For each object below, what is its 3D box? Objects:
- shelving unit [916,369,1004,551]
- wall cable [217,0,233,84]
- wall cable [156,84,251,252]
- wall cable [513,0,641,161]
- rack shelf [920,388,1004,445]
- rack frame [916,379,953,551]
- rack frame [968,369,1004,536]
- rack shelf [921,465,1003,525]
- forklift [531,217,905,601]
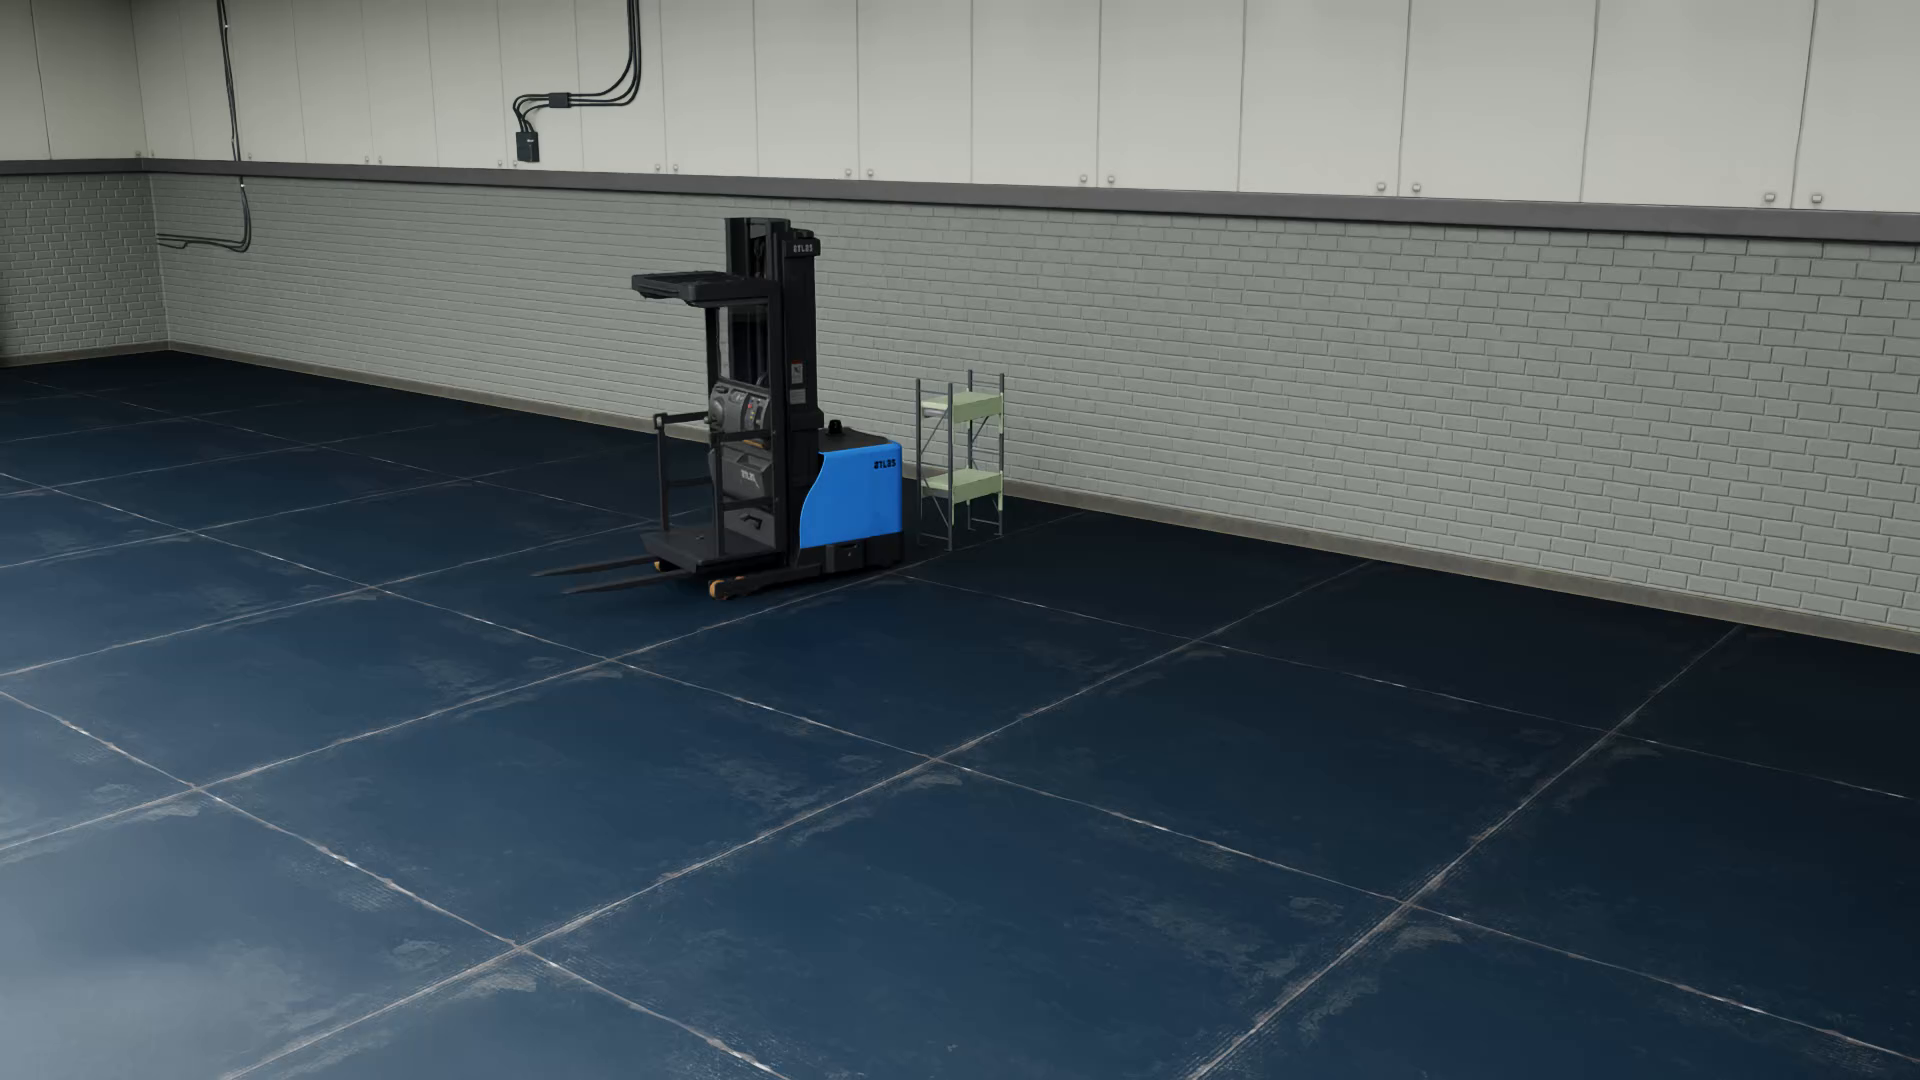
[{"bbox_3d":[0.004,-0.728,14.943,0.431,1.500,0.755,11,18,38],"label":"shelving unit"},{"bbox_3d":[-9.864,-7.806,23.624,3.097,2.526,0.112,11,18,38],"label":"wall cable"},{"bbox_3d":[-11.968,-5.777,25.894,3.097,2.526,0.112,11,18,38],"label":"wall cable"},{"bbox_3d":[-4.594,-7.458,19.298,2.305,6.003,0.169,11,18,38],"label":"wall cable"},{"bbox_3d":[0.004,-1.106,14.847,0.431,0.370,0.720,11,18,38],"label":"rack shelf"},{"bbox_3d":[-0.226,-0.658,14.667,0.400,1.500,0.023,11,18,38],"label":"rack frame"},{"bbox_3d":[0.234,-0.798,15.219,0.400,1.500,0.023,11,18,38],"label":"rack frame"},{"bbox_3d":[0.004,-0.412,15.024,0.431,0.370,0.720,11,18,38],"label":"rack shelf"},{"bbox_3d":[-1.968,-1.085,13.440,3.031,2.935,1.130,-10,17,-34],"label":"forklift"}]
